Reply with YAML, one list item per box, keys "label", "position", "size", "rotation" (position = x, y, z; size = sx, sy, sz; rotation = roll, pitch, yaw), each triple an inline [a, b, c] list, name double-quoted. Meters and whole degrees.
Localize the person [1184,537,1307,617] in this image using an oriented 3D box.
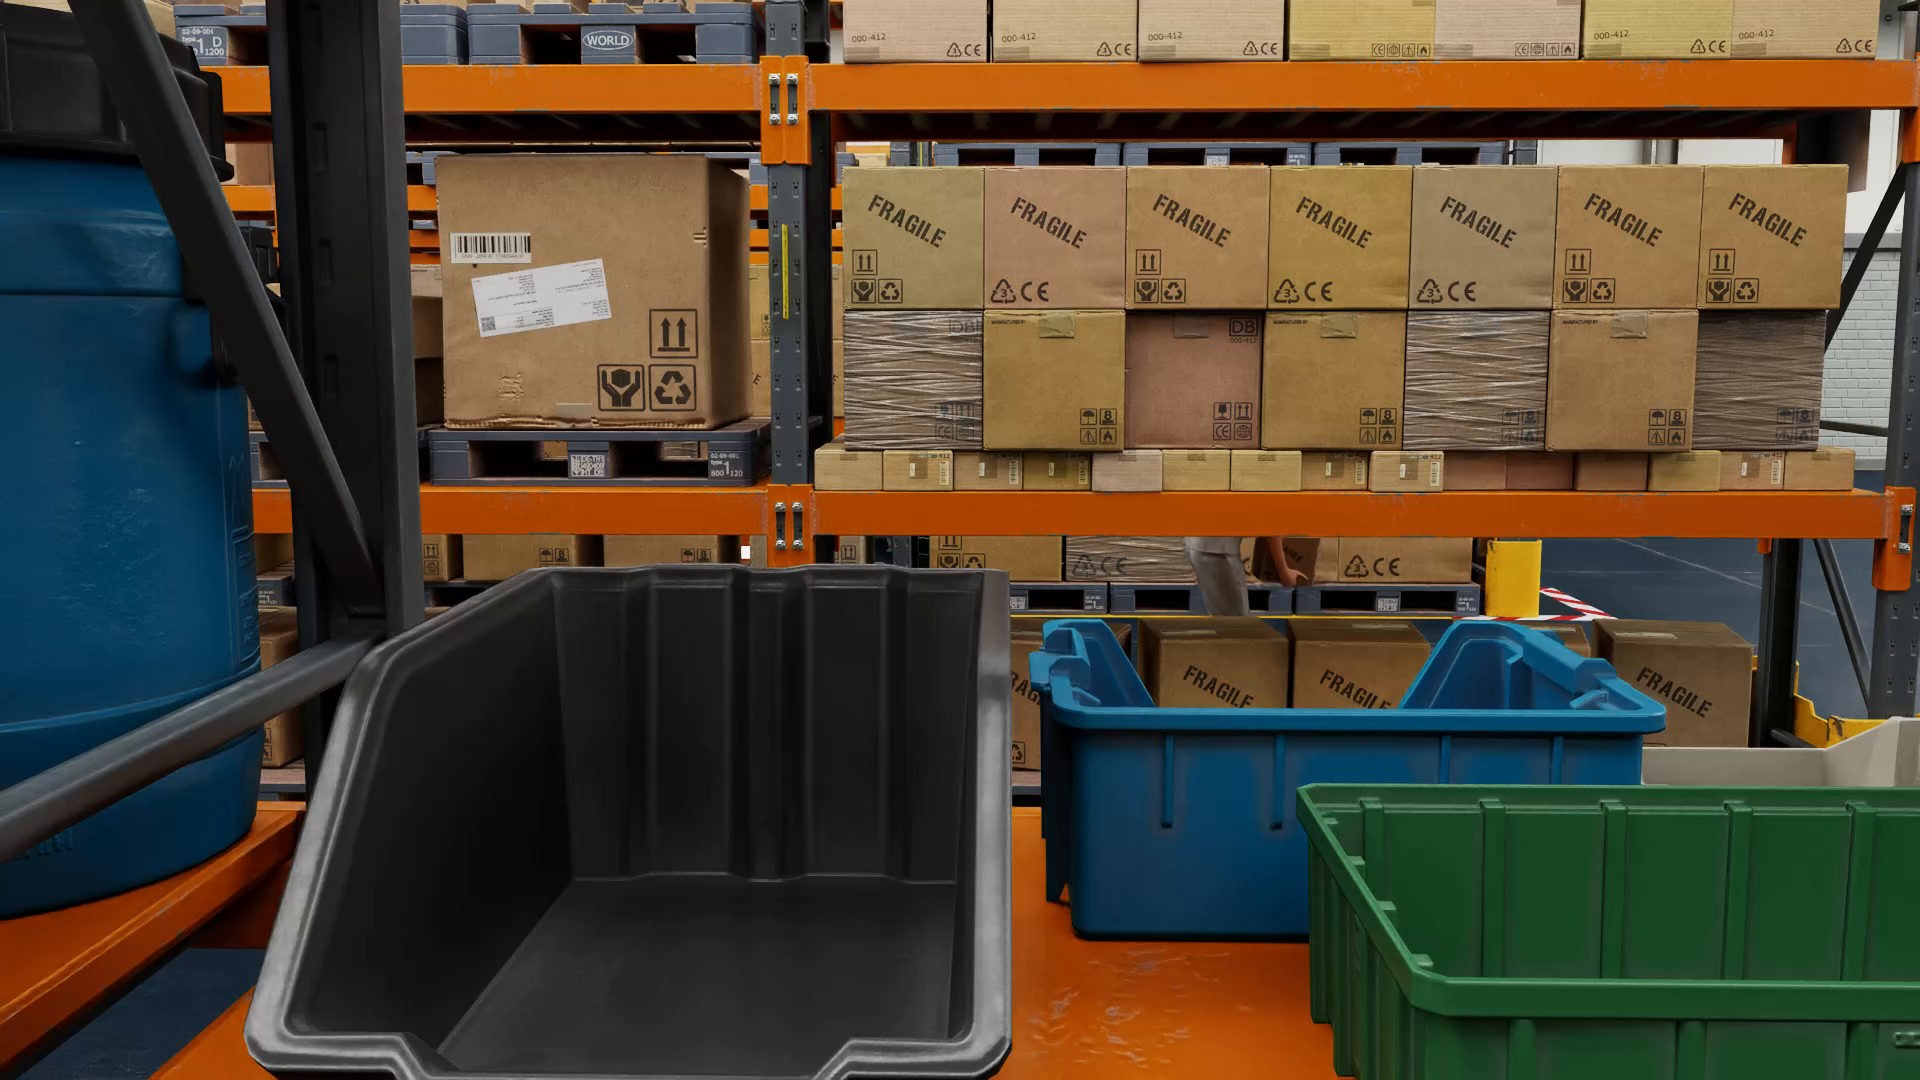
- label: "person"
  position: [1.334, 0.102, 7.820]
  size: [0.547, 1.597, 0.403]
  rotation: [0, 7, 0]
